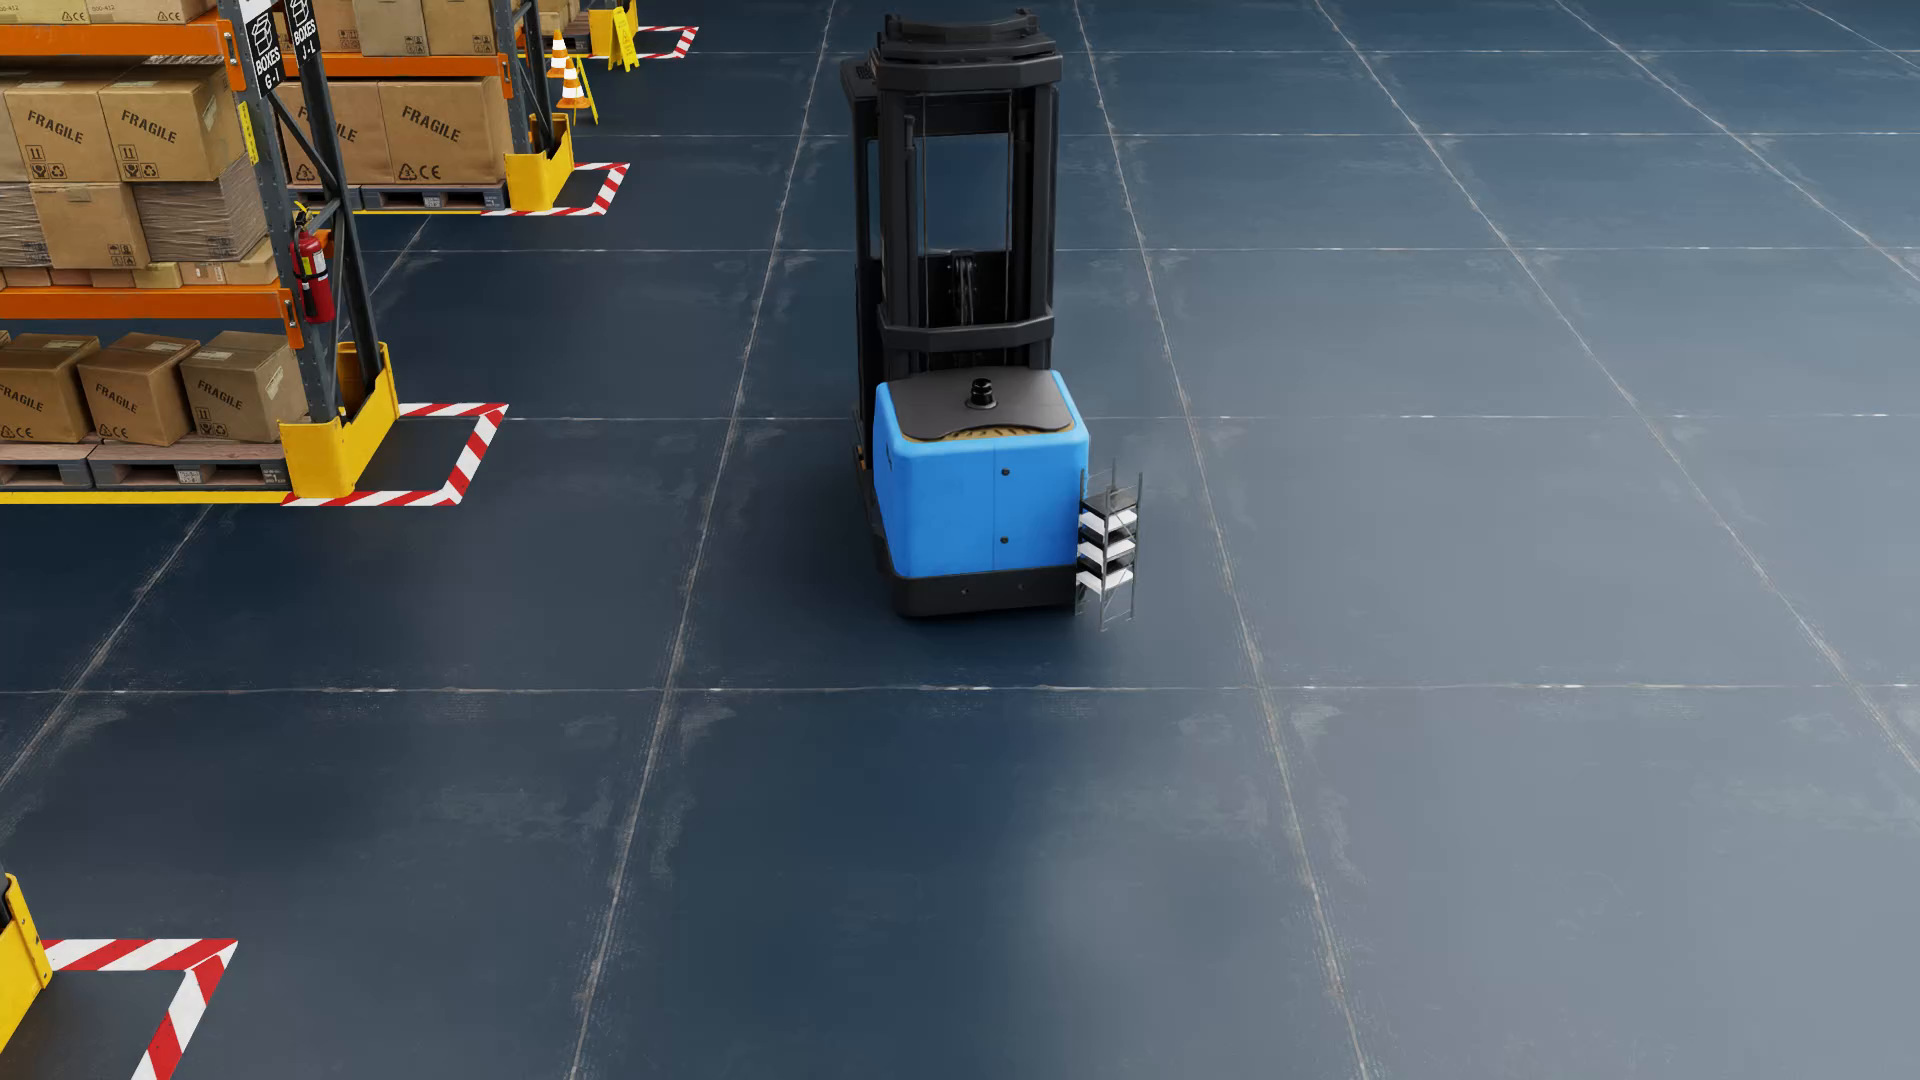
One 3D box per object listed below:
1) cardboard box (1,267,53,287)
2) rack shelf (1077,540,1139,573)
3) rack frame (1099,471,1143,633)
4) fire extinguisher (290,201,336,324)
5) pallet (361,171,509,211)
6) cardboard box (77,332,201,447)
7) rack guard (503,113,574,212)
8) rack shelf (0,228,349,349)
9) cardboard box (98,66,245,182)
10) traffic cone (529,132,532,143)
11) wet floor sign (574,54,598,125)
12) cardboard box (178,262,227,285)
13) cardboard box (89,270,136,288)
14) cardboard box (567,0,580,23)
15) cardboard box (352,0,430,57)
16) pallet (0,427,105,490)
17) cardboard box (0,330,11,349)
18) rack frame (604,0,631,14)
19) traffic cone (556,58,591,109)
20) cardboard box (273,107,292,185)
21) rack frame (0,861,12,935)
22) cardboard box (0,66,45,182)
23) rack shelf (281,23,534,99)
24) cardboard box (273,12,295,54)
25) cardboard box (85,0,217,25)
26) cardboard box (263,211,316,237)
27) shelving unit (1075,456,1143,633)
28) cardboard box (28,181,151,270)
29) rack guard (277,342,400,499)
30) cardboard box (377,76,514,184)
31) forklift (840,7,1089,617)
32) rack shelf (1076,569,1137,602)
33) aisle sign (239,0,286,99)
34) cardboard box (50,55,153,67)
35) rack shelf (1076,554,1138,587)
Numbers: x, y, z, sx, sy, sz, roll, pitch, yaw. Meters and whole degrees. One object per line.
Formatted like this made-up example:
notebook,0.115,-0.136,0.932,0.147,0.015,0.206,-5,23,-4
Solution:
cardboard box,-5.332,-1.609,9.642,0.250,0.149,0.380,0,31,0
rack shelf,0.776,0.058,8.740,0.258,0.077,0.200,-21,37,-31
rack frame,0.837,0.072,8.653,0.240,0.900,0.006,-21,37,-31
fire extinguisher,-3.681,-1.565,9.402,0.183,0.674,0.296,0,31,0
pallet,-4.526,-3.175,14.669,1.213,0.211,1.003,0,31,0
cardboard box,-5.020,-0.935,10.294,0.500,0.500,0.500,8,32,13
rack guard,-3.703,-3.342,14.665,0.348,0.500,1.175,0,31,0
rack shelf,-5.798,-1.523,9.952,4.000,0.370,1.077,0,31,0
cardboard box,-4.347,-2.305,9.199,0.500,0.500,0.500,0,31,0
traffic cone,-4.267,-4.061,15.886,0.334,0.463,0.336,0,31,0
wet floor sign,-3.710,-4.431,16.320,0.232,0.644,0.267,-5,32,-9
cardboard box,-4.332,-1.621,9.662,0.250,0.149,0.380,0,31,0
cardboard box,-4.832,-1.601,9.628,0.250,0.149,0.380,0,31,0
cardboard box,-4.666,-6.122,19.084,0.500,0.250,0.500,0,31,-1
cardboard box,-4.648,-4.437,13.915,0.550,0.550,0.875,0,31,0
pallet,-5.904,-0.658,10.521,1.213,0.211,1.003,0,31,0
cardboard box,-6.205,-0.964,10.342,0.500,0.500,0.500,-3,31,-5
rack frame,-3.858,-6.978,18.248,0.127,3.000,1.000,0,31,0
traffic cone,-3.933,-4.648,16.853,0.334,0.463,0.336,0,31,0
cardboard box,-6.196,-3.639,14.389,0.875,0.875,0.875,0,31,0
rack frame,-3.768,0.732,5.541,0.127,3.000,1.000,0,31,0
cardboard box,-5.347,-2.300,9.191,0.500,0.500,0.500,0,31,0
rack shelf,-5.727,-4.096,14.193,4.000,0.370,1.077,0,31,0
cardboard box,-5.738,-4.477,13.982,0.500,0.550,0.875,0,31,0
cardboard box,-4.279,-2.922,8.817,0.500,0.250,0.500,1,31,1
cardboard box,-4.085,-1.853,10.043,0.250,0.149,0.380,0,31,0
shelving unit,0.776,0.030,8.723,0.258,0.900,0.210,-21,37,-31
cardboard box,-4.848,-1.956,9.588,0.500,0.500,0.875,0,31,0
rack guard,-3.874,-0.768,10.423,0.348,0.500,1.175,0,31,0
cardboard box,-4.405,-3.645,14.399,0.875,0.875,0.875,0,31,0
forklift,-0.061,-1.593,9.439,1.130,2.935,3.031,-5,32,-8
rack shelf,0.776,0.212,8.833,0.258,0.077,0.200,-21,37,-31
aisle sign,-3.734,-2.793,8.845,0.004,0.787,0.394,0,31,0
cardboard box,-4.850,-2.576,9.646,0.500,0.500,0.500,0,31,0
rack shelf,0.776,0.135,8.787,0.258,0.077,0.200,-21,37,-31
